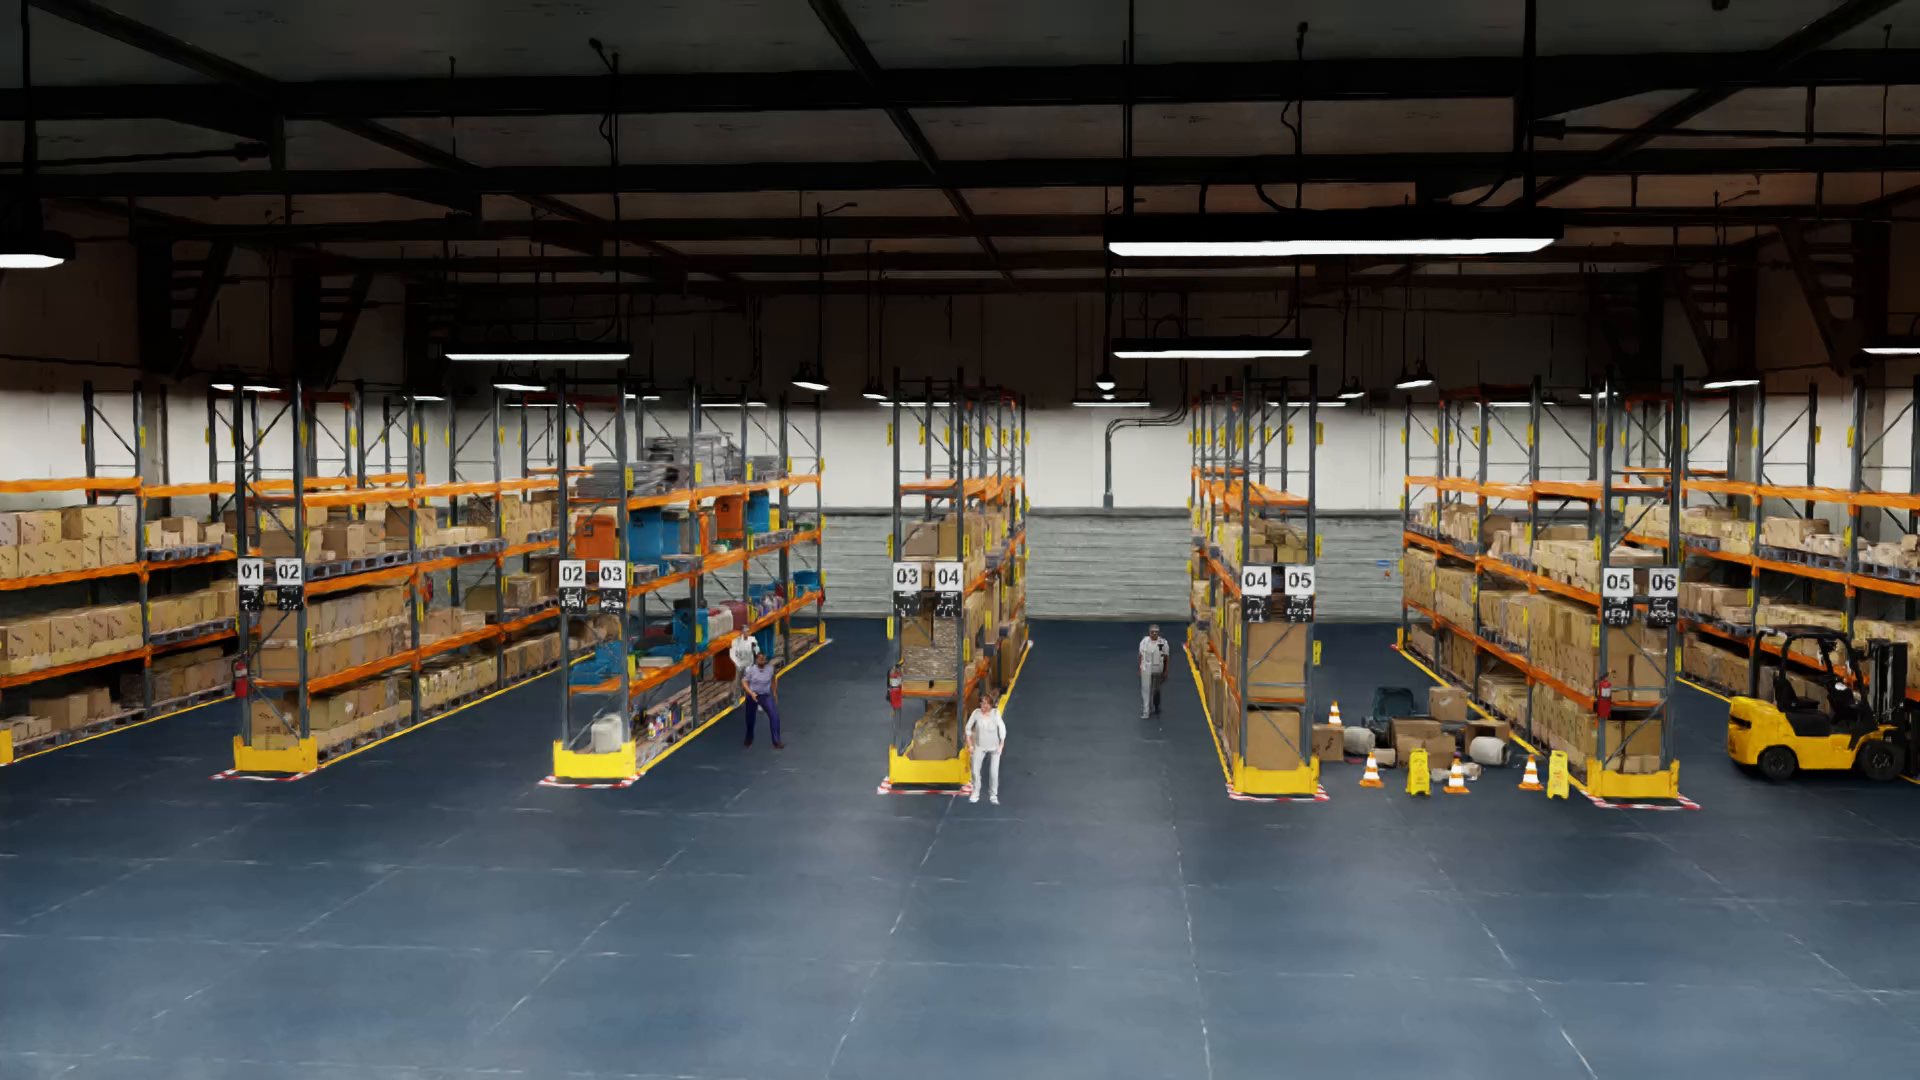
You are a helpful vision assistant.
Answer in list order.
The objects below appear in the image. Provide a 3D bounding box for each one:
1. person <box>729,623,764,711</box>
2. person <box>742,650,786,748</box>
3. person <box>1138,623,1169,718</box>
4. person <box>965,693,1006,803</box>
[{"bbox_3d":[-3.919,2.298,30.422,0.638,1.607,0.813,-1,4,-12],"label":"person"},{"bbox_3d":[-3.188,2.544,26.756,0.662,1.589,0.782,-1,4,-14],"label":"person"},{"bbox_3d":[3.464,2.303,29.675,0.540,1.676,1.130,0,4,3],"label":"person"},{"bbox_3d":[0.347,2.883,22.653,0.566,1.434,0.516,0,4,3],"label":"person"}]
